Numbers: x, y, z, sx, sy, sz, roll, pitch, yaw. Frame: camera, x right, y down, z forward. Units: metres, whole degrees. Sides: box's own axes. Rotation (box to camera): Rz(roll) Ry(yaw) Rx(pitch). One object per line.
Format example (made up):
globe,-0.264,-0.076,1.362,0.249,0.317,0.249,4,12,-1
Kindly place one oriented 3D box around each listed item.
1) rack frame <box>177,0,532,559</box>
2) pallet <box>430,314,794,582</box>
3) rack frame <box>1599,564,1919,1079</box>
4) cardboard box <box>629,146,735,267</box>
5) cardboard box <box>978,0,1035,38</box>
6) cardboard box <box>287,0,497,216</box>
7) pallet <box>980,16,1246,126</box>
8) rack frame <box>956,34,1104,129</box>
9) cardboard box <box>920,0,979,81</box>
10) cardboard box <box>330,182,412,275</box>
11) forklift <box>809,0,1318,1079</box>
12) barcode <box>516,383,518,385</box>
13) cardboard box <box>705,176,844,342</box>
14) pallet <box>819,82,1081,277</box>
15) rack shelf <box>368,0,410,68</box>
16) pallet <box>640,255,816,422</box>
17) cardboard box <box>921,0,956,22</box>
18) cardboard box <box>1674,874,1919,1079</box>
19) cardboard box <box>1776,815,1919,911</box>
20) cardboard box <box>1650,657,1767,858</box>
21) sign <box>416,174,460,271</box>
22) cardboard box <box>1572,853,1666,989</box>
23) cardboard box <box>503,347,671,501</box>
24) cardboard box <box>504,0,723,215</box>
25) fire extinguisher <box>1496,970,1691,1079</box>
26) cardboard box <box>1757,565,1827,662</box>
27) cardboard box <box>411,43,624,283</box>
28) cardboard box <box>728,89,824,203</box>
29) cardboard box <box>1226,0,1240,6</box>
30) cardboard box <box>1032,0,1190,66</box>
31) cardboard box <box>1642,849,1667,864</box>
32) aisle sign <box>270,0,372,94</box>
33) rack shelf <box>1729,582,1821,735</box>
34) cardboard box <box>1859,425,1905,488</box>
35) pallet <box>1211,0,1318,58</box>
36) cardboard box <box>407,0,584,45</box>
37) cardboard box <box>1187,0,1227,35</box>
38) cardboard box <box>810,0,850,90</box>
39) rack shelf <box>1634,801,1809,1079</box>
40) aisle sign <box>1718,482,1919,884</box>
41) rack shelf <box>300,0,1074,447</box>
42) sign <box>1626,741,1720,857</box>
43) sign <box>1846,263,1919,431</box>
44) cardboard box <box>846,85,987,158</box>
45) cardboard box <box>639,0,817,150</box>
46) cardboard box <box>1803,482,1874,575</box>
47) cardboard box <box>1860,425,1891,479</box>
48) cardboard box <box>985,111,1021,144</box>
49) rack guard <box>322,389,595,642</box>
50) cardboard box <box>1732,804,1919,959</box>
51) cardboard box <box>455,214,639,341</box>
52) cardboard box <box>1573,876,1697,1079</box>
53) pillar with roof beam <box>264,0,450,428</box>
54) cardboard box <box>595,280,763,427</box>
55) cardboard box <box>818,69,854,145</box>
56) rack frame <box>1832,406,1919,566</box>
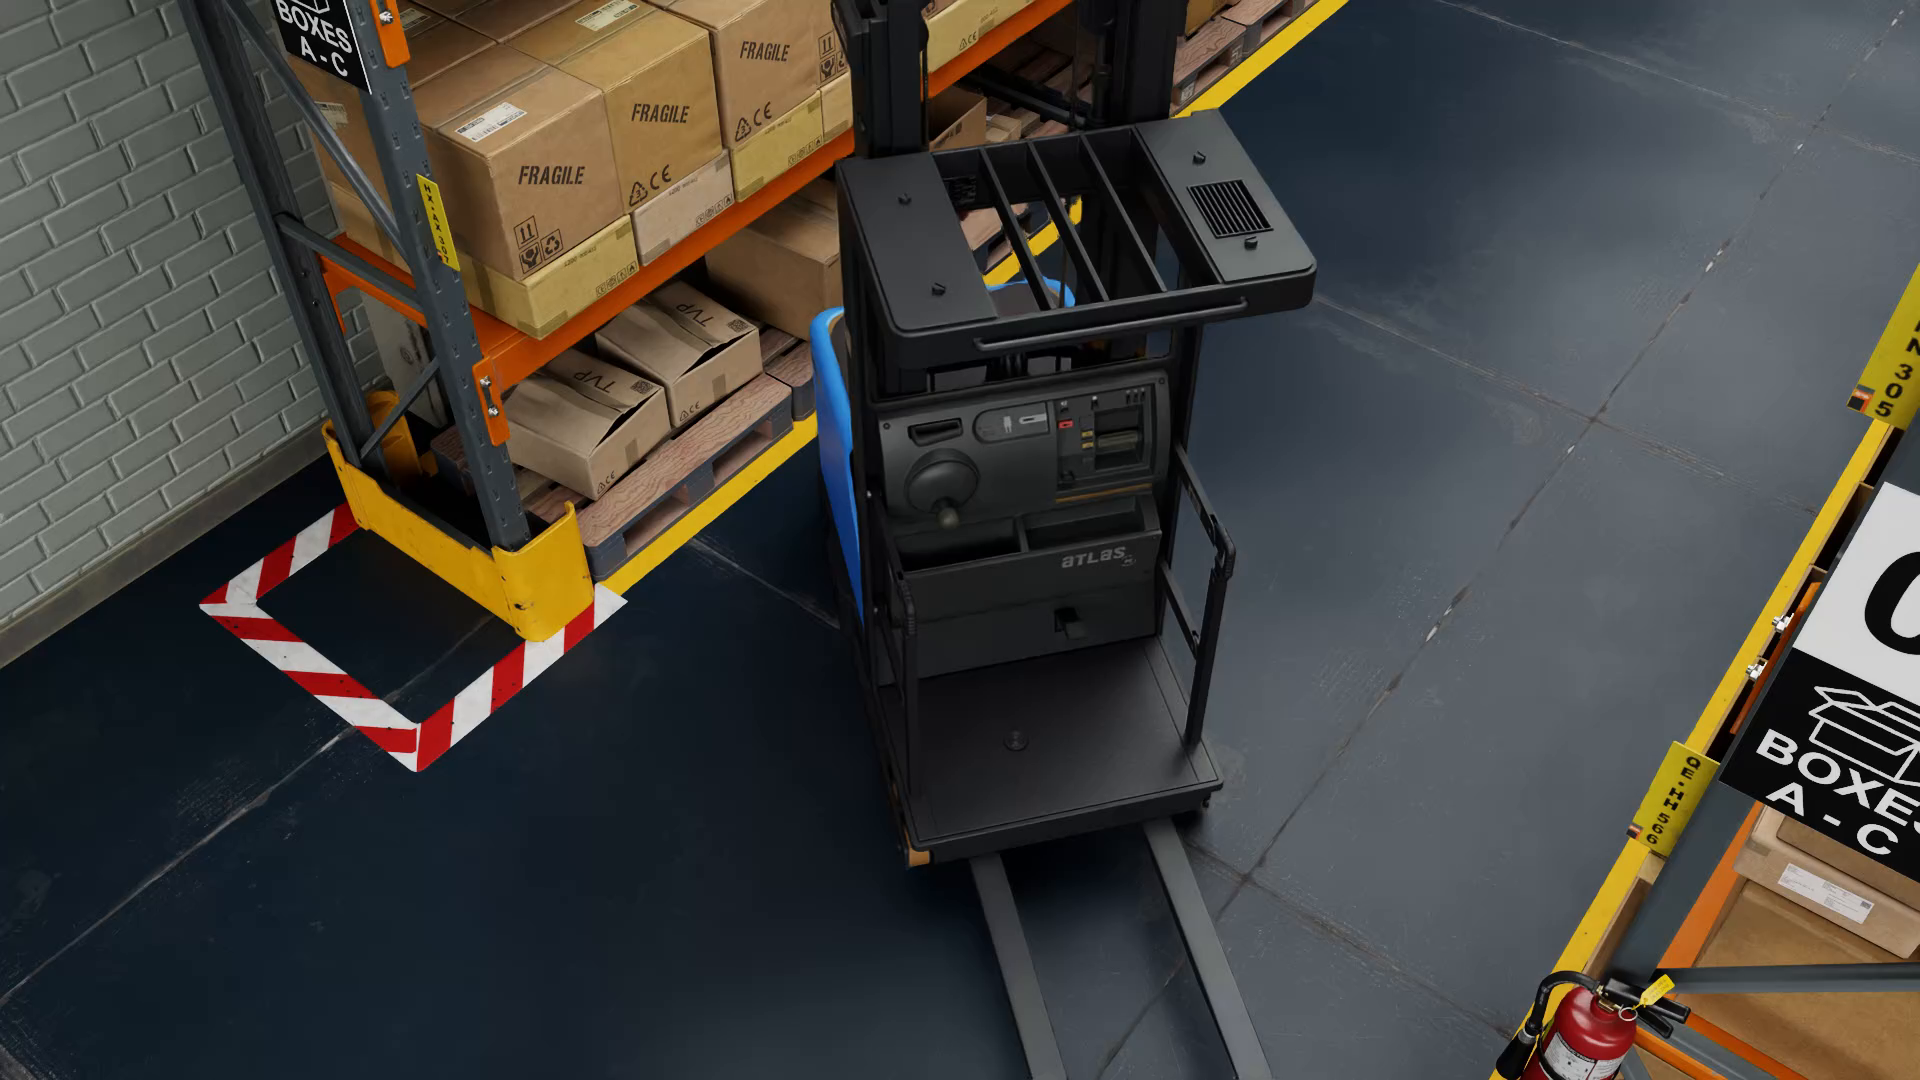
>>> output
rack frame,-2.057,-0.928,5.727,1.000,3.000,0.127,29,53,25
pallet,-1.486,-0.458,7.206,1.003,0.211,1.213,29,53,25
rack frame,1.865,1.260,3.637,1.000,3.000,0.127,29,53,25
cardboard box,-1.201,-1.326,6.197,0.500,0.250,0.500,28,52,24
cardboard box,0.027,-2.486,7.305,0.500,0.250,0.500,29,53,25
cardboard box,-1.937,-1.506,5.850,0.500,0.500,0.500,29,53,25
pallet,0.863,-2.700,9.348,1.003,0.211,1.213,29,53,25
rack frame,0.388,-3.217,7.914,1.000,3.000,0.127,29,53,25
cardboard box,-0.268,-2.191,7.023,0.500,0.250,0.500,29,53,25
cardboard box,-1.925,-1.237,6.111,0.500,0.250,0.500,30,53,25
forklift,0.263,-0.184,5.063,1.130,2.935,3.031,-10,47,-9
barcode,-1.868,-0.698,7.056,0.001,0.075,0.075,29,53,25
cardboard box,-0.726,-1.297,7.504,0.700,0.500,0.500,26,52,23
pallet,0.006,-1.854,8.540,1.003,0.211,1.213,29,53,25
rack shelf,-0.834,-2.860,5.996,1.077,0.370,4.000,29,53,25
pallet,-0.740,-1.153,7.870,1.003,0.211,1.213,29,53,25
cardboard box,-0.273,-2.453,6.754,0.500,0.500,0.500,28,52,24
cardboard box,2.161,0.964,3.851,0.700,0.500,0.500,29,53,25
cardboard box,2.193,0.485,3.411,0.700,0.500,0.500,29,53,25
cardboard box,2.557,0.788,5.180,0.500,0.500,0.500,29,53,25
sign,-1.628,-0.988,5.185,0.100,0.325,0.005,29,53,25
cardboard box,2.255,1.335,5.176,0.500,0.250,0.500,29,53,25
cardboard box,-1.563,-0.508,6.880,0.500,0.311,0.500,24,51,21
cardboard box,-1.217,-1.561,5.903,0.500,0.500,0.500,29,53,25
fire extinguisher,1.425,1.149,3.797,0.296,0.674,0.183,29,53,25
cardboard box,2.864,0.503,5.453,0.500,0.500,0.500,29,53,25
cardboard box,-1.527,-1.283,5.637,0.500,0.500,0.500,29,53,25
cardboard box,-0.885,-1.615,6.473,0.500,0.250,0.500,28,53,24
cardboard box,1.445,-3.526,9.633,0.700,0.500,0.500,30,53,25
cardboard box,0.825,-2.934,9.068,0.700,0.500,0.500,31,54,26
cardboard box,2.560,1.048,5.450,0.500,0.250,0.500,29,53,25
aisle sign,-1.864,-1.653,4.621,0.394,0.787,0.004,29,53,25
rack shelf,3.088,-0.673,3.906,1.077,0.370,4.000,29,53,25
cardboard box,3.480,-0.067,5.997,0.500,0.500,0.500,29,53,25
pallet,1.609,-3.401,10.018,1.003,0.211,1.213,29,53,25
cardboard box,-1.622,-1.790,6.121,0.500,0.500,0.500,30,53,25
cardboard box,1.101,-3.252,9.371,0.700,0.500,0.500,28,52,24
cardboard box,-0.590,-2.155,6.470,0.500,0.500,0.500,31,54,26
rack shelf,3.088,0.364,4.990,1.077,0.370,4.000,29,53,25
aisle sign,1.592,0.269,2.785,0.394,0.787,0.004,29,53,25
rack shelf,-0.834,-1.824,7.080,1.077,0.370,4.000,29,53,25
sign,1.444,0.530,3.370,0.100,0.325,0.005,29,53,25
sign,1.444,-0.303,2.498,0.100,0.325,0.005,29,53,25
cardboard box,-0.215,-1.894,8.074,0.500,0.500,0.500,25,51,22
cardboard box,-0.897,-1.854,6.183,0.500,0.500,0.500,28,52,24
cardboard box,3.168,0.216,5.727,0.500,0.500,0.500,29,53,25
cardboard box,3.779,-0.357,6.274,0.500,0.500,0.500,29,53,25
cardboard box,0.085,-2.071,8.474,0.380,0.166,0.250,23,50,20
rack guard,-2.011,-0.108,6.673,1.175,0.500,0.348,29,53,25
cardboard box,1.948,0.698,3.656,0.380,0.149,0.250,28,53,24
cardboard box,-1.508,-1.022,5.907,0.500,0.250,0.500,28,52,24
cardboard box,1.957,1.367,4.627,0.500,0.500,0.500,29,53,25
pillar with roof beam,1.093,-1.880,2.488,9.100,9.000,0.400,29,53,25
cardboard box,-1.214,-0.834,7.192,0.500,0.311,0.500,34,55,28
cardboard box,-0.574,-1.903,6.748,0.500,0.250,0.500,30,53,25
rack frame,1.865,-0.813,1.468,1.000,3.000,0.127,29,53,25
